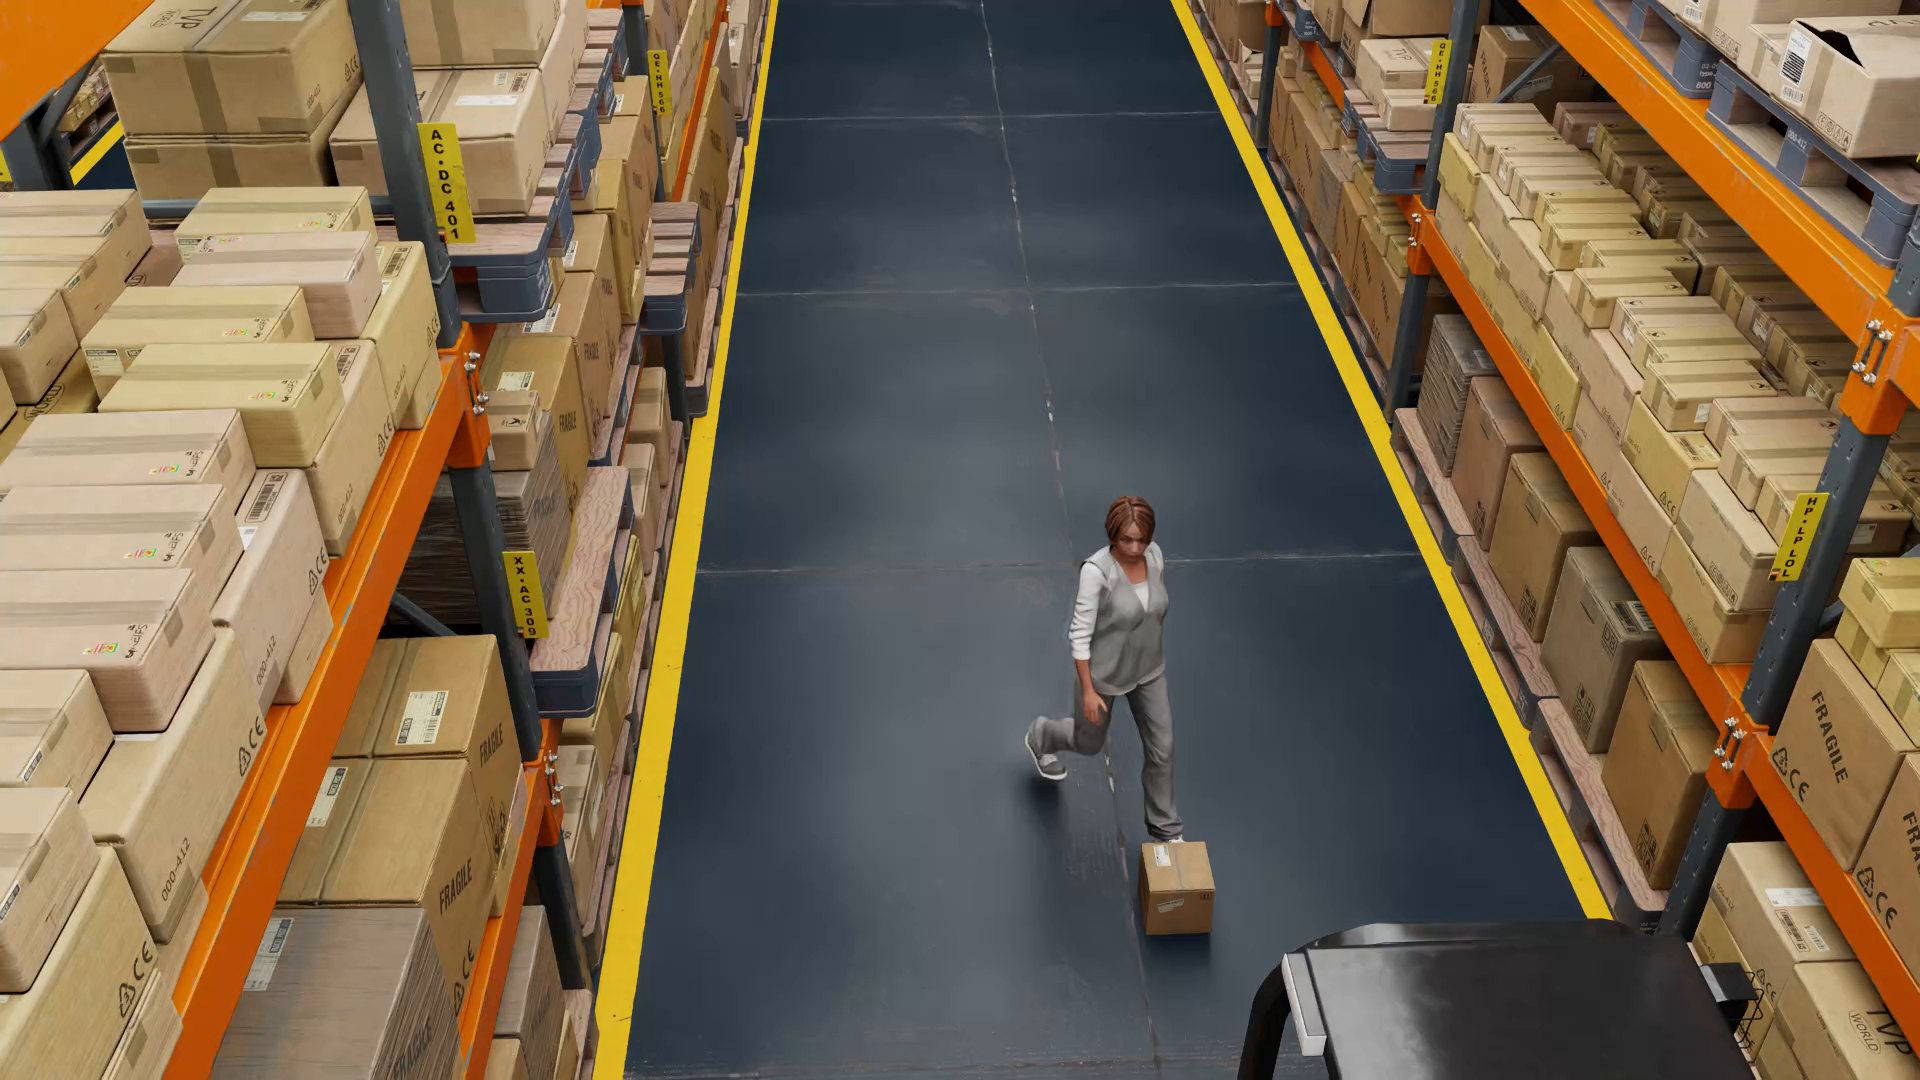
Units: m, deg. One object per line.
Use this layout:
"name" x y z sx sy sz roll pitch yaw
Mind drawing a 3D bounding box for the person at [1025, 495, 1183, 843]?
"person" 0.649 0.527 6.493 0.453 1.540 0.943 -17 39 -22
